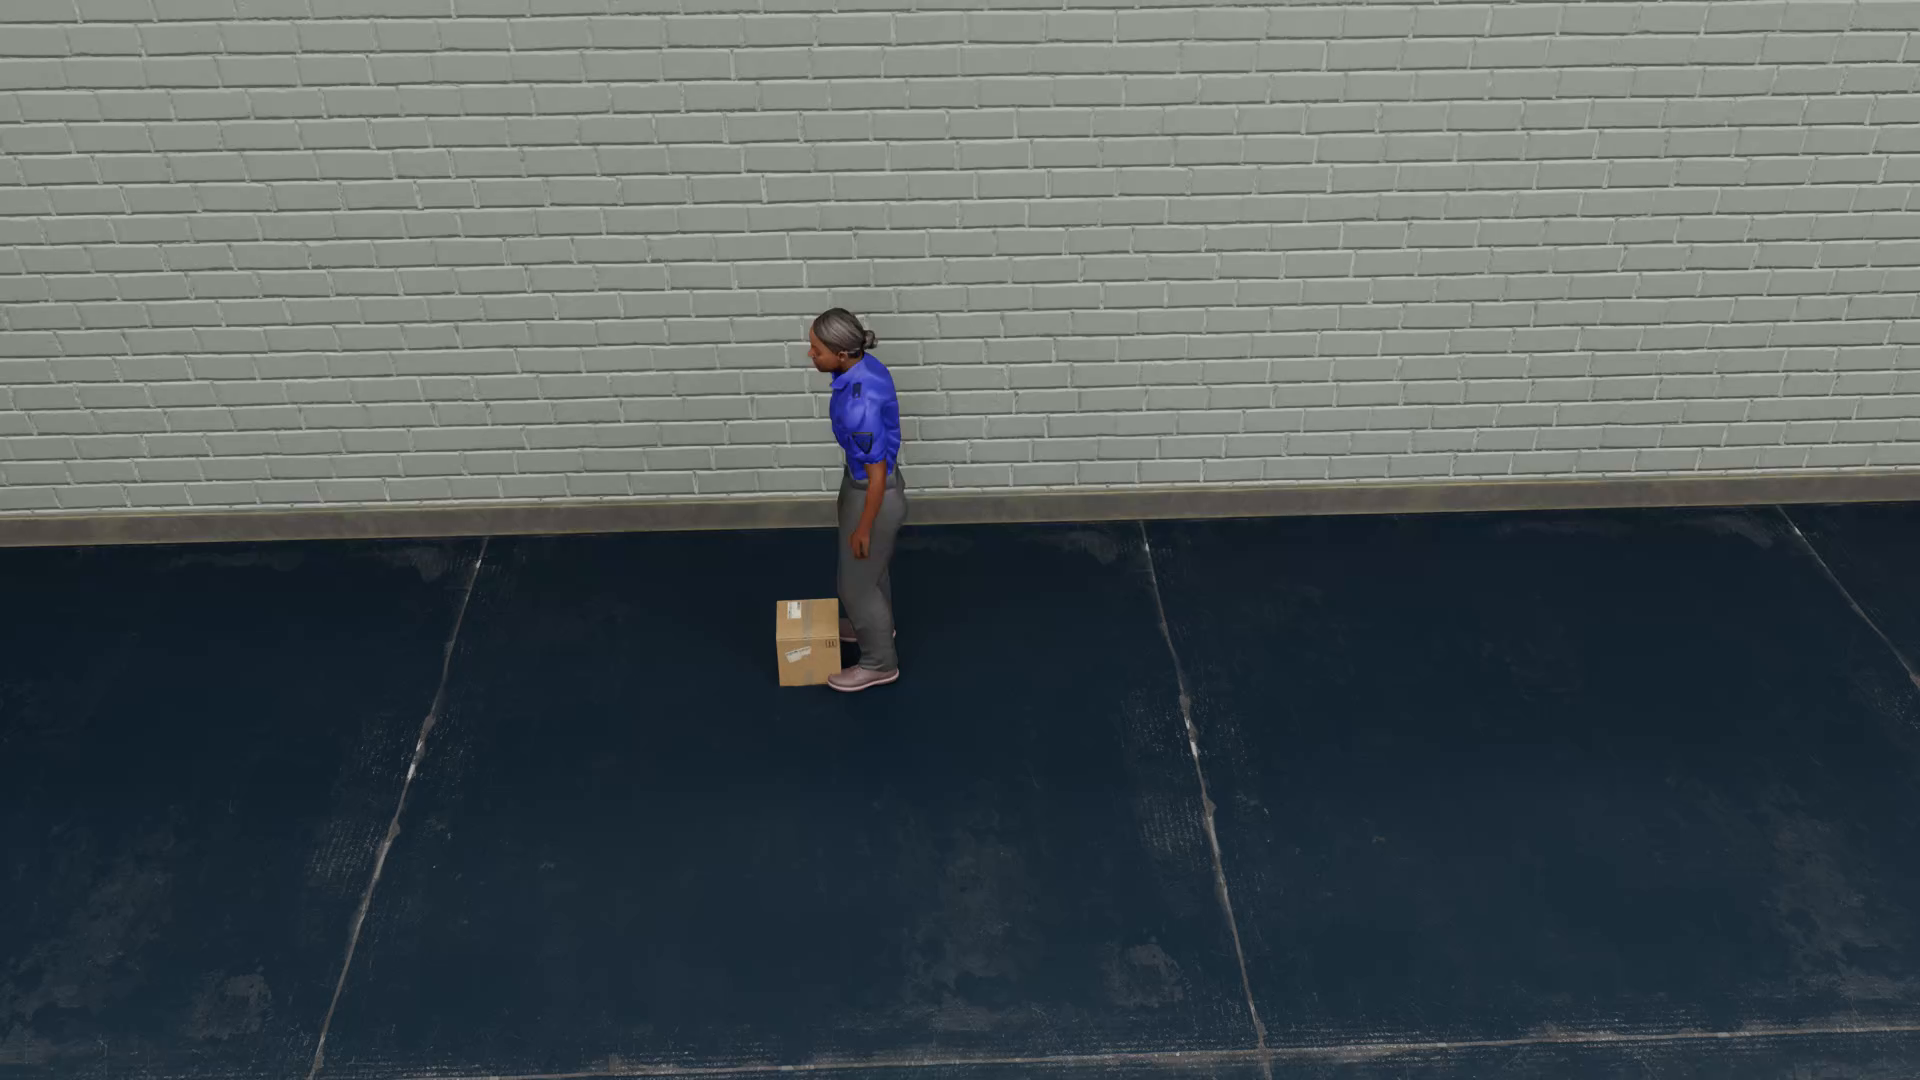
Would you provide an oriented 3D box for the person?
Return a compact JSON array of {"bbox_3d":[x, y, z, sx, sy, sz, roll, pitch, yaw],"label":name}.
[{"bbox_3d":[-0.379,-0.166,6.385,0.350,1.653,0.525,-4,36,-5],"label":"person"}]
